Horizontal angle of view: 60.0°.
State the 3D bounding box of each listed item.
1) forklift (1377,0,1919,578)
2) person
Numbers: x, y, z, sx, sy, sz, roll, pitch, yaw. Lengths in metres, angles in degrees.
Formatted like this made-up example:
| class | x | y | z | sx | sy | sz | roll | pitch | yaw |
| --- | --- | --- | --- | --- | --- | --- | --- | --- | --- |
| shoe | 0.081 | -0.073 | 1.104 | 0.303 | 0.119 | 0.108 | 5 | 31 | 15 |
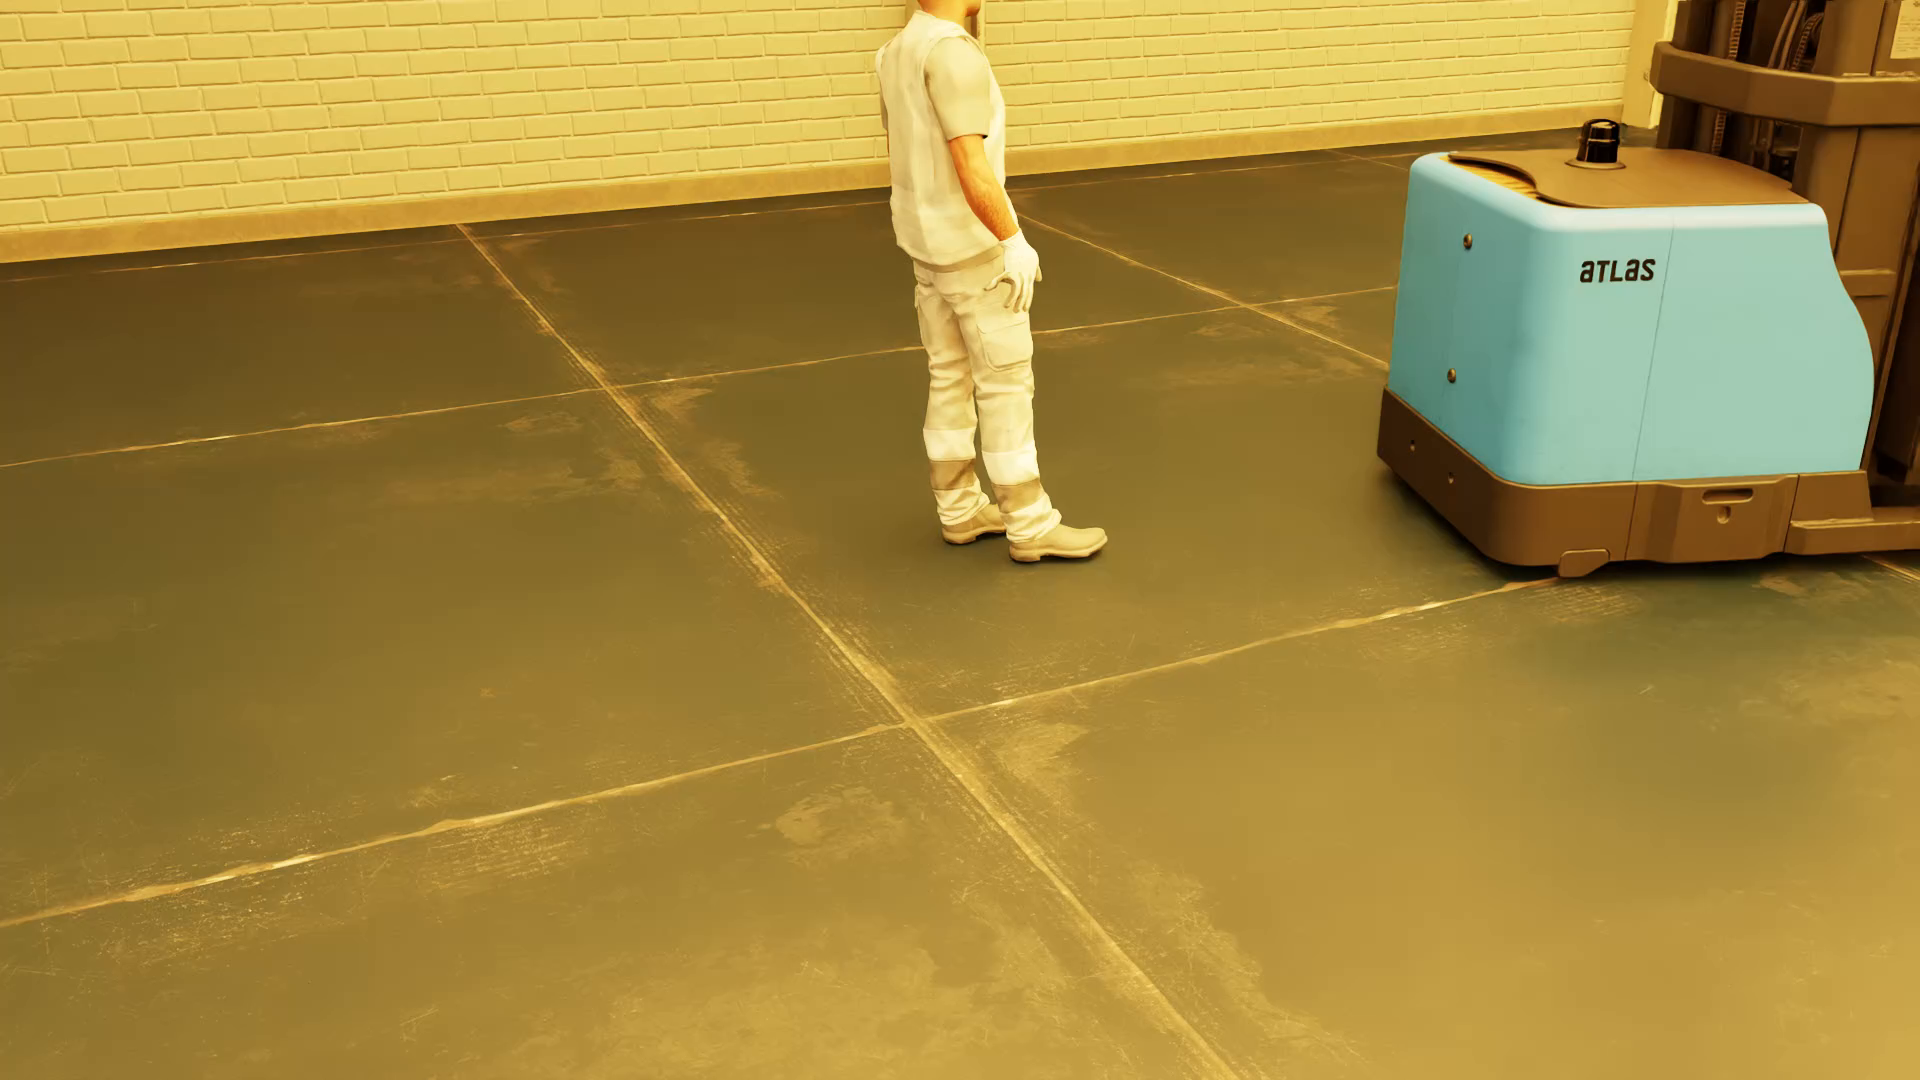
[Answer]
| class | x | y | z | sx | sy | sz | roll | pitch | yaw |
| --- | --- | --- | --- | --- | --- | --- | --- | --- | --- |
| forklift | 2.963 | -1.483 | 4.856 | 3.031 | 2.935 | 1.130 | -3 | 23 | -7 |
| person | 0.078 | -0.842 | 4.782 | 0.562 | 1.790 | 0.637 | -10 | 25 | -23 |
